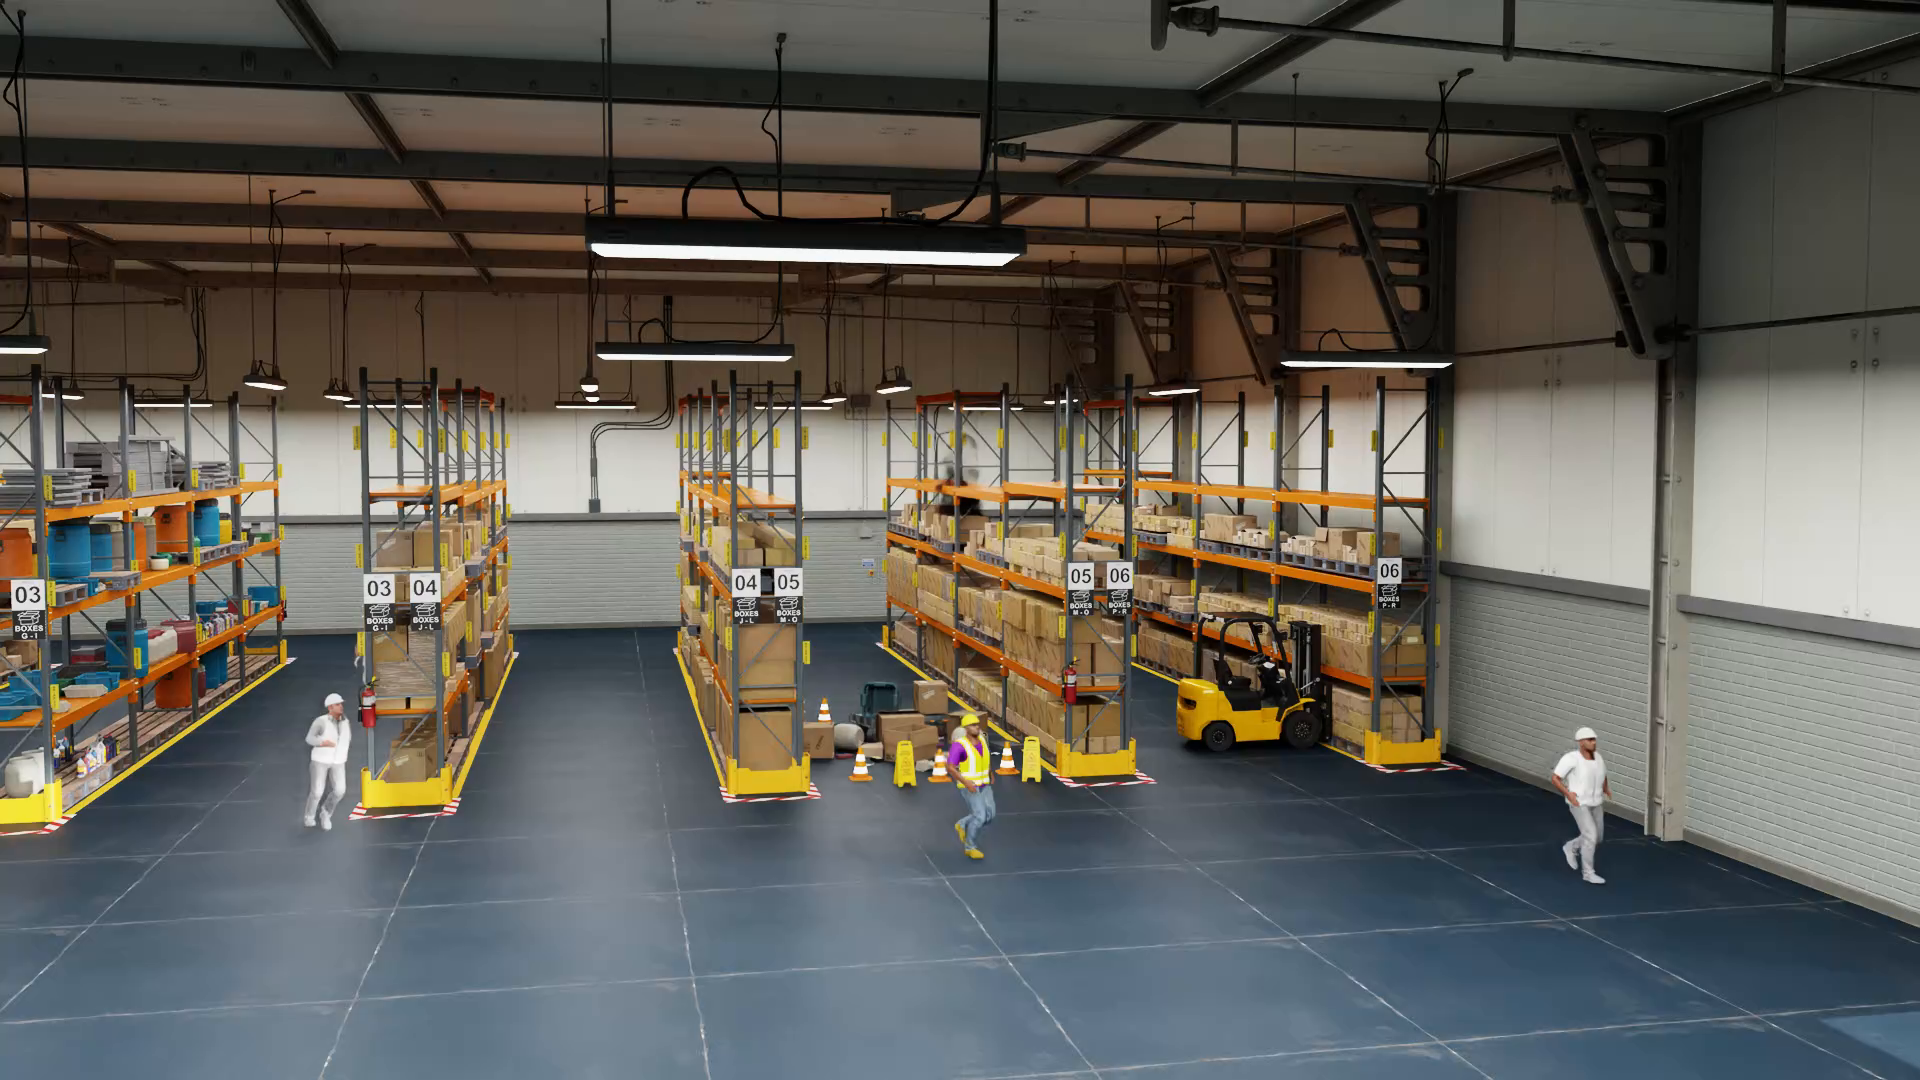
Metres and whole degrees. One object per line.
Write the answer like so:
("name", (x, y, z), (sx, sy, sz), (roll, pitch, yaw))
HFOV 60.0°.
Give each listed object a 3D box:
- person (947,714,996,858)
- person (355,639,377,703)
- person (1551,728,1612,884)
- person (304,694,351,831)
("person", (0.142, 2.951, 20.053), (0.546, 1.729, 0.698), (3, 5, 41))
("person", (-10.649, 2.310, 30.203), (0.641, 1.785, 0.701), (-1, 4, -22))
("person", (7.123, 3.003, 18.984), (0.730, 1.741, 0.715), (-1, 4, -23))
("person", (-8.099, 2.867, 21.480), (0.664, 1.757, 0.662), (-3, 5, -41))
